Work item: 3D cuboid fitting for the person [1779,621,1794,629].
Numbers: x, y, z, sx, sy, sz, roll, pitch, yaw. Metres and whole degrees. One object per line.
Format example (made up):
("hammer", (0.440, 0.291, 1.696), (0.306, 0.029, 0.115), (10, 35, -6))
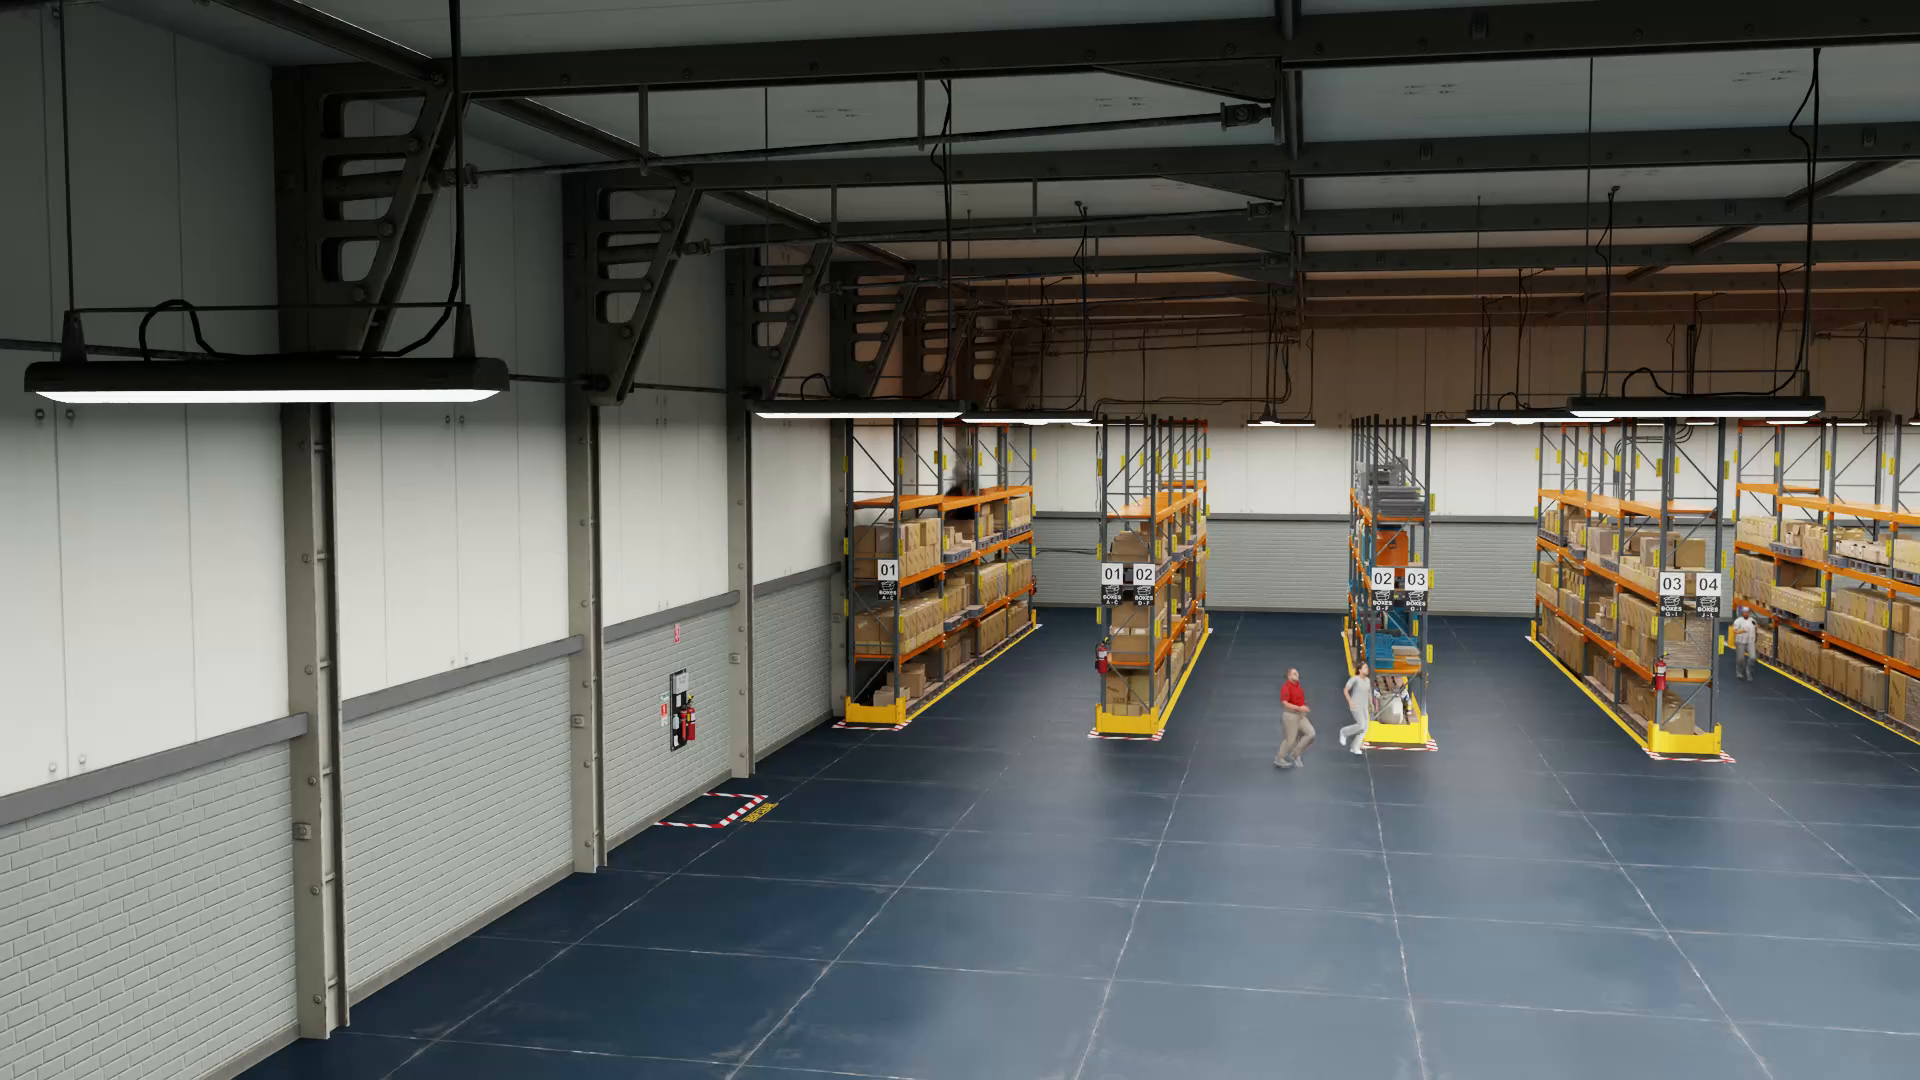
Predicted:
("person", (22.498, 1.836, 45.364), (0.751, 1.816, 0.674), (0, 4, 0))

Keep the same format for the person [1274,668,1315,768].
("person", (5.659, 3.017, 28.091), (0.694, 1.728, 0.673), (3, 5, 40))

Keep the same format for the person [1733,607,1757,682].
("person", (17.901, 2.381, 37.883), (0.582, 1.714, 0.680), (1, 4, 11))

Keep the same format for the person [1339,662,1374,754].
("person", (7.100, 2.956, 29.497), (0.595, 1.596, 0.569), (-2, 4, -32))

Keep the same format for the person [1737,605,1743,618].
("person", (21.318, 1.946, 45.086), (0.736, 1.590, 0.606), (0, 4, -1))
